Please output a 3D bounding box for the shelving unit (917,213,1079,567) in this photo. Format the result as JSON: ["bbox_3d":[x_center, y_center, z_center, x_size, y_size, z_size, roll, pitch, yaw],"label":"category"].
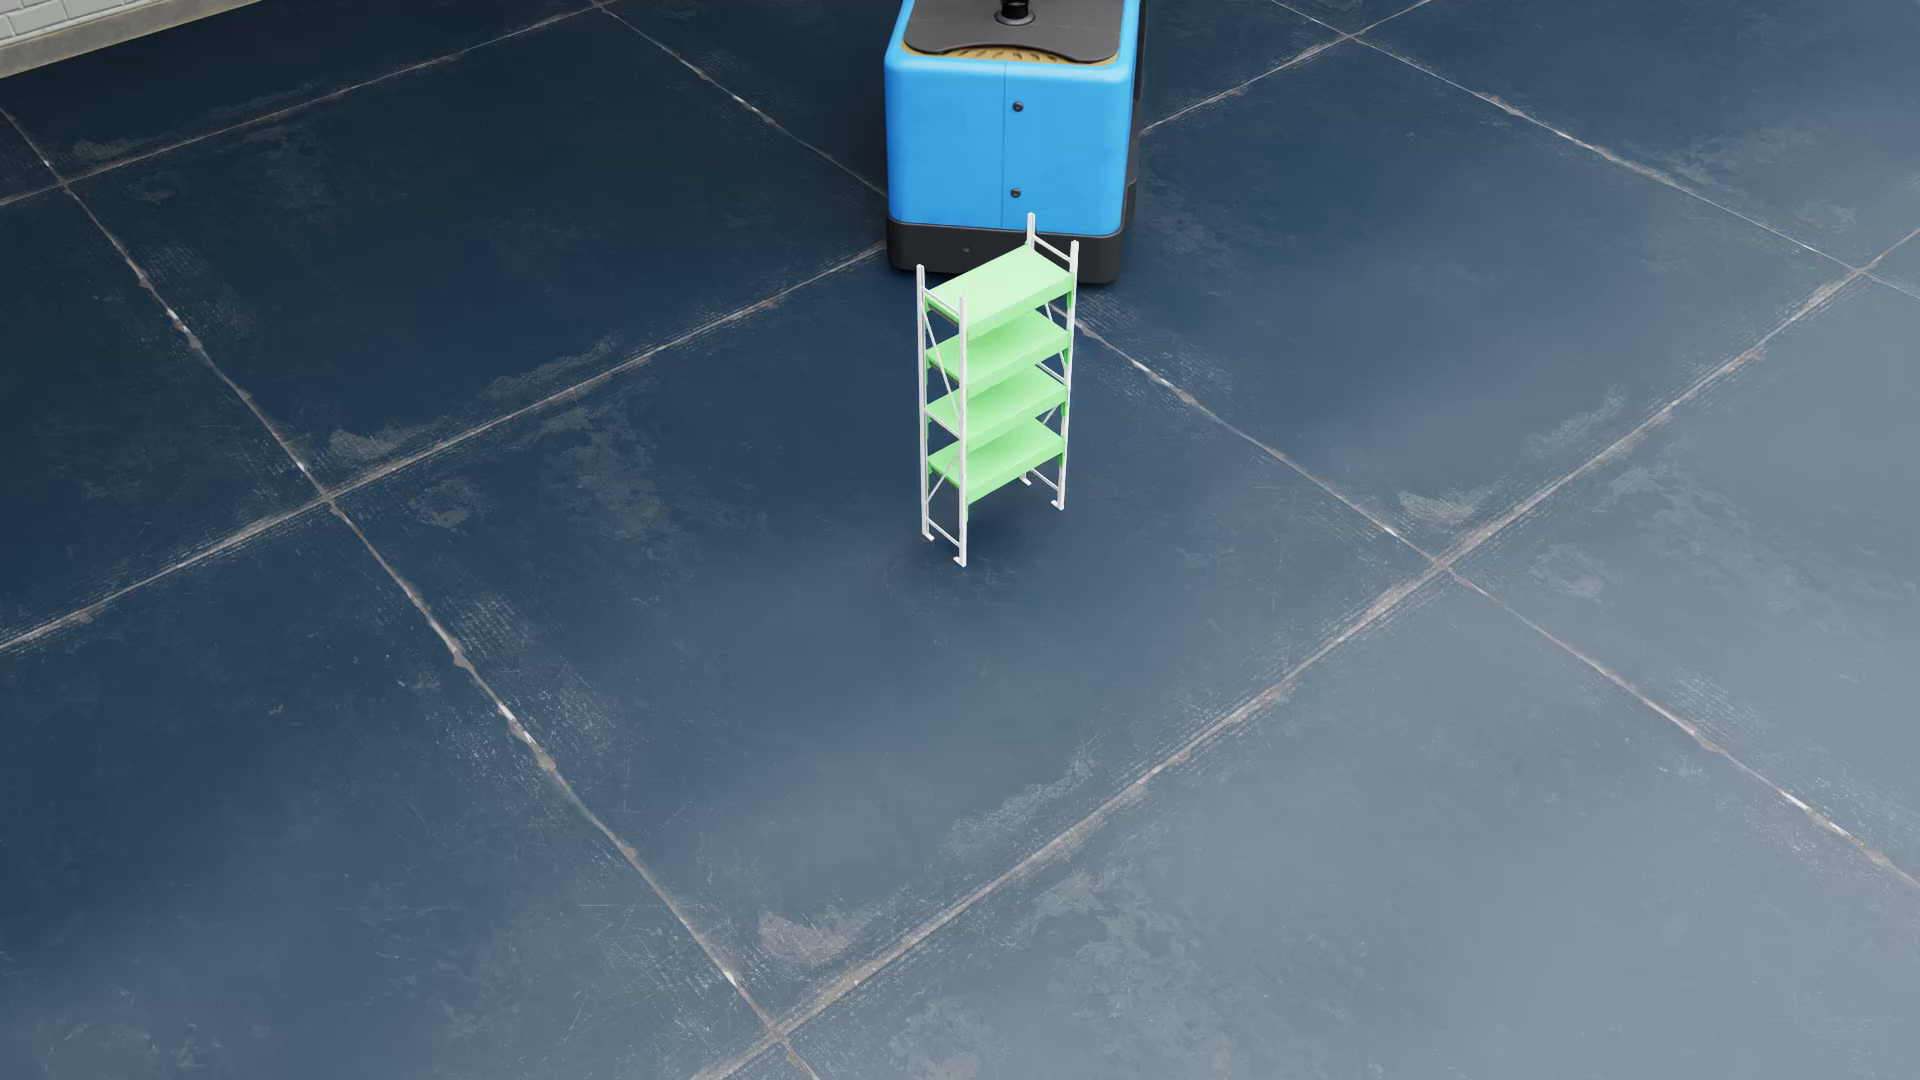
[{"bbox_3d":[0.127,-0.510,5.917,0.503,1.200,0.258,-30,51,-28],"label":"shelving unit"}]

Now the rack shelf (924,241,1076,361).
[{"bbox_3d":[0.127,-0.813,5.632,0.480,0.148,0.258,-30,51,-28],"label":"rack shelf"}]

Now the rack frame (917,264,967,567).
[{"bbox_3d":[-0.060,-0.403,5.803,0.015,1.200,0.240,-30,51,-28],"label":"rack frame"}]

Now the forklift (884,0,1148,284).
[{"bbox_3d":[0.369,-3.214,7.531,1.130,2.935,3.031,5,43,5],"label":"forklift"}]

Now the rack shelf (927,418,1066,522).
[{"bbox_3d":[0.127,-0.289,6.125,0.480,0.148,0.258,-30,51,-28],"label":"rack shelf"}]

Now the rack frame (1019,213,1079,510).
[{"bbox_3d":[0.314,-0.617,6.031,0.015,1.200,0.240,-30,51,-28],"label":"rack frame"}]

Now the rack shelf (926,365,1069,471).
[{"bbox_3d":[0.127,-0.463,5.960,0.480,0.148,0.258,-30,51,-28],"label":"rack shelf"}]

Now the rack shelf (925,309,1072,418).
[{"bbox_3d":[0.127,-0.638,5.796,0.480,0.148,0.258,-30,51,-28],"label":"rack shelf"}]
